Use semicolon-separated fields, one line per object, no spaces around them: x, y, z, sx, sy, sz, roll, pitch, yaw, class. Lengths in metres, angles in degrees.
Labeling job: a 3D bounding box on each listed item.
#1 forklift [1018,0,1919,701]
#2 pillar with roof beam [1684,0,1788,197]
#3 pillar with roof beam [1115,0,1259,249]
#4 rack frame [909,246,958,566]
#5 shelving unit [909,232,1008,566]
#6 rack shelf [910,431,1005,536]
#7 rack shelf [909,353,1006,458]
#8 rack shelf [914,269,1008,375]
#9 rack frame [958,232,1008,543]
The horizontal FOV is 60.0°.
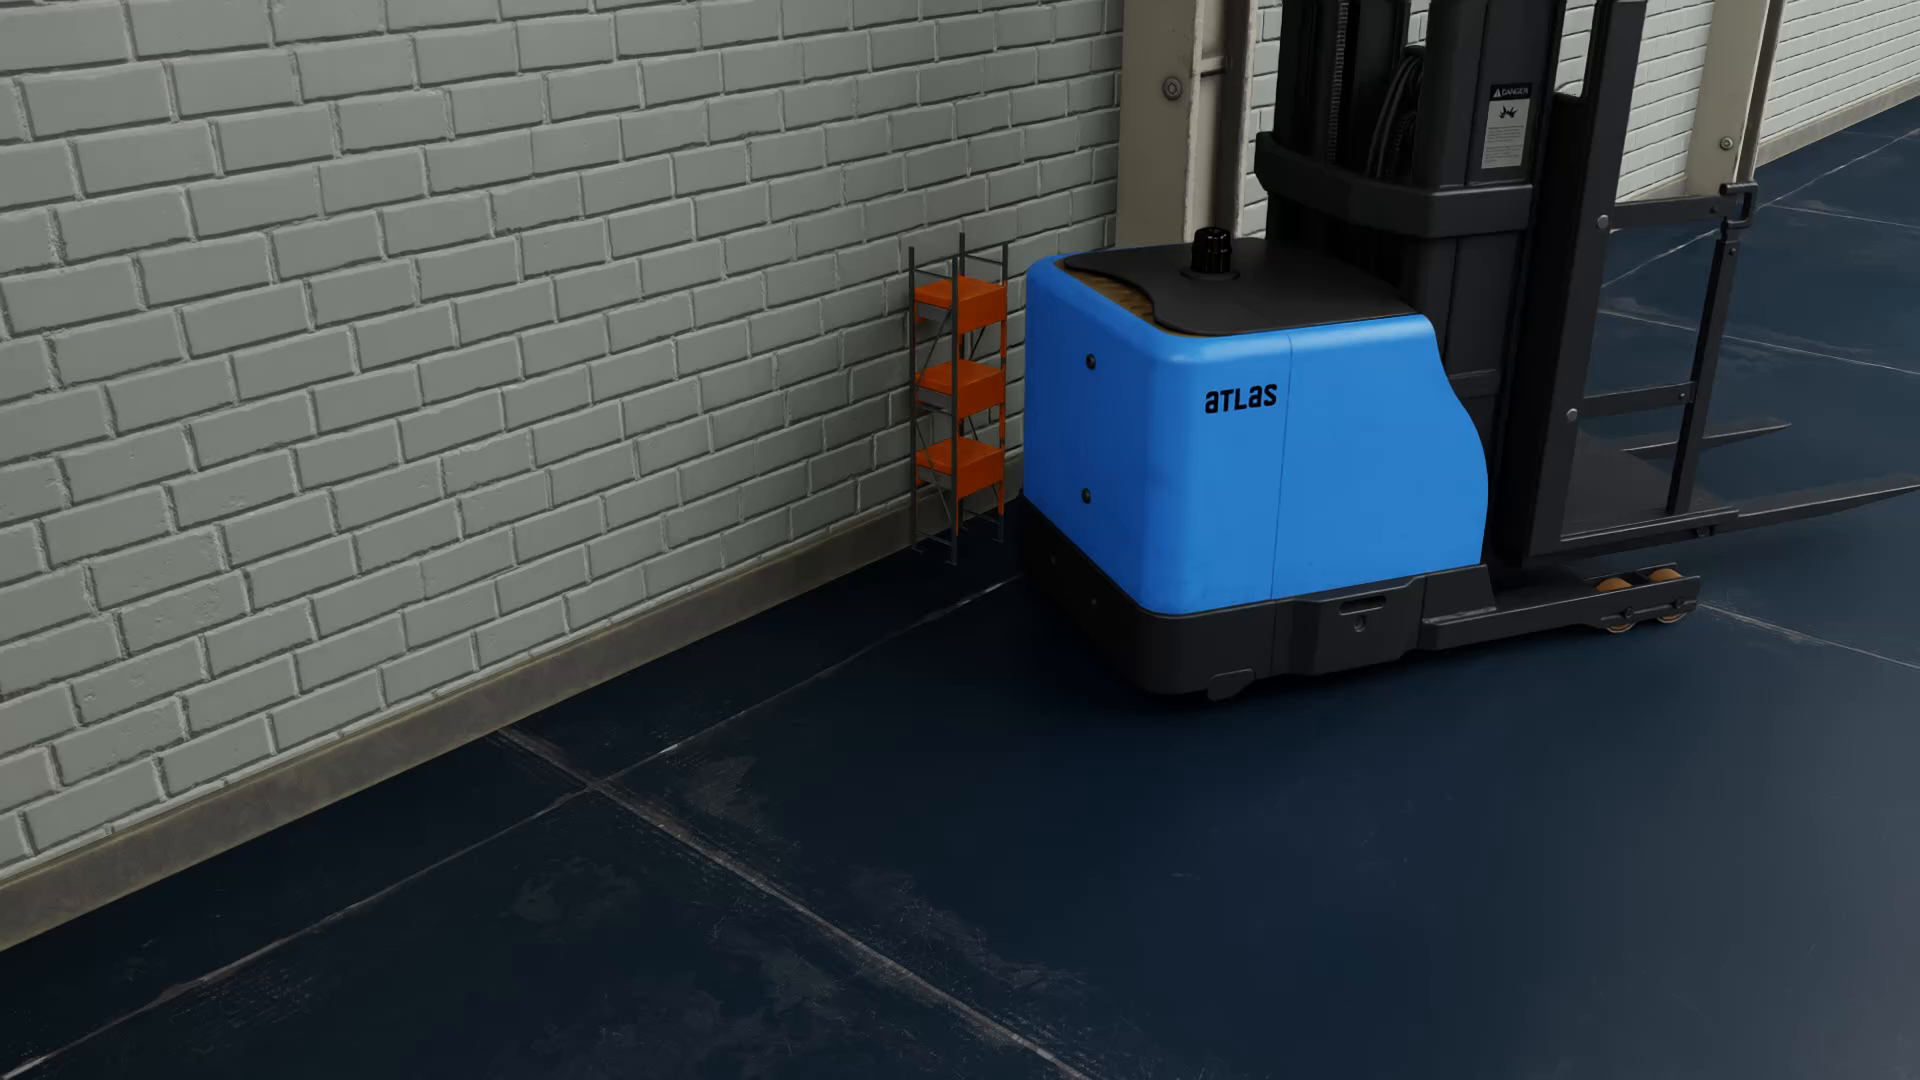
1.760;-1.244;4.943;3.031;2.935;1.130;-9;26;-18;forklift
8.027;-5.119;6.167;9.100;9.000;0.400;20;31;38;pillar with roof beam
4.022;-3.291;2.090;9.100;9.000;0.400;20;31;38;pillar with roof beam
-0.087;-0.420;5.401;0.200;1.050;0.008;20;31;37;rack frame
-0.006;-0.457;5.485;0.215;1.050;0.252;20;31;37;shelving unit
-0.008;-0.195;5.604;0.215;0.259;0.240;20;31;37;rack shelf
-0.007;-0.448;5.489;0.215;0.259;0.240;20;31;37;rack shelf
-0.005;-0.706;5.372;0.215;0.259;0.240;20;31;37;rack shelf
0.074;-0.495;5.569;0.200;1.050;0.008;20;31;37;rack frame
